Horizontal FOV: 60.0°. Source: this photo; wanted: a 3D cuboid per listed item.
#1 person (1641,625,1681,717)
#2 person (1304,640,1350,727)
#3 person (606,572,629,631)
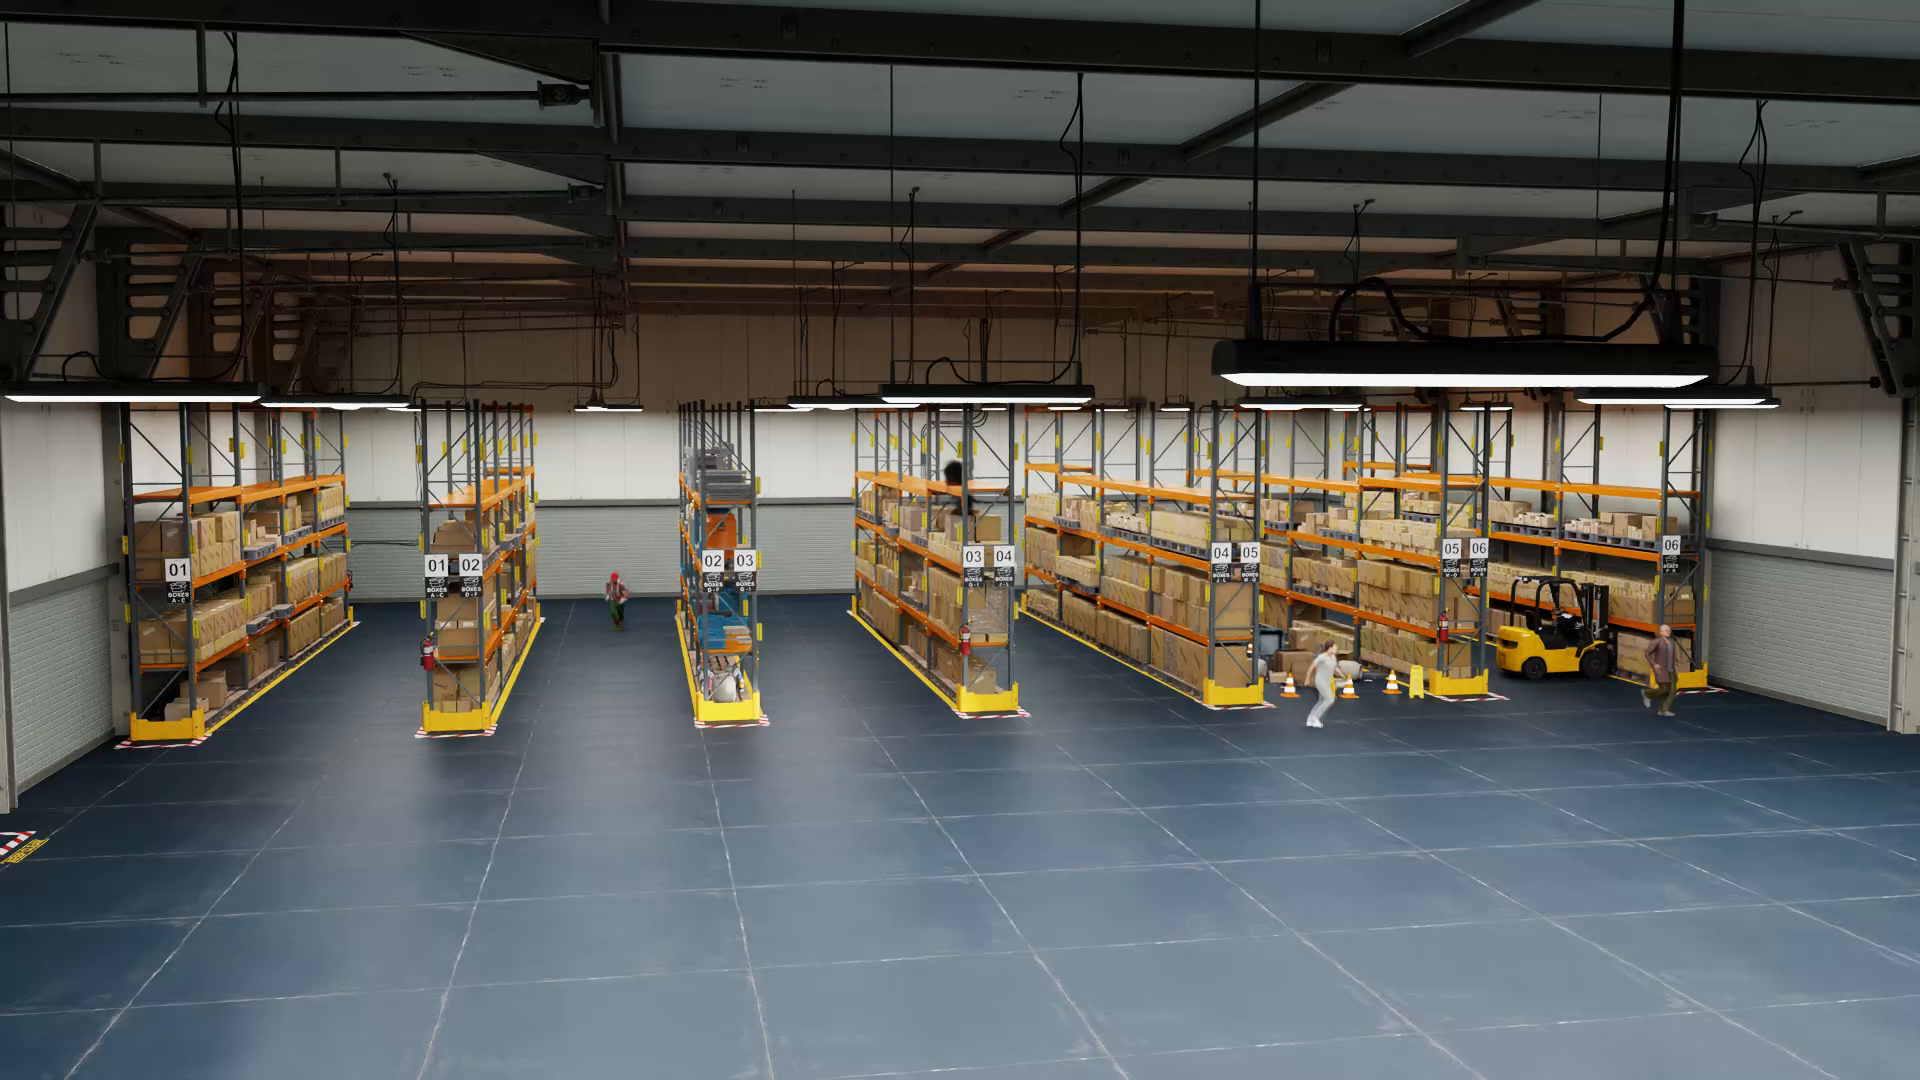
[{"bbox_3d":[13.376,2.476,31.645,0.687,1.735,0.720,-2,5,-23],"label":"person"},{"bbox_3d":[6.677,2.616,30.254,0.750,1.614,0.551,4,6,42],"label":"person"},{"bbox_3d":[-9.058,1.608,44.142,0.654,1.577,1.163,0,4,3],"label":"person"}]
